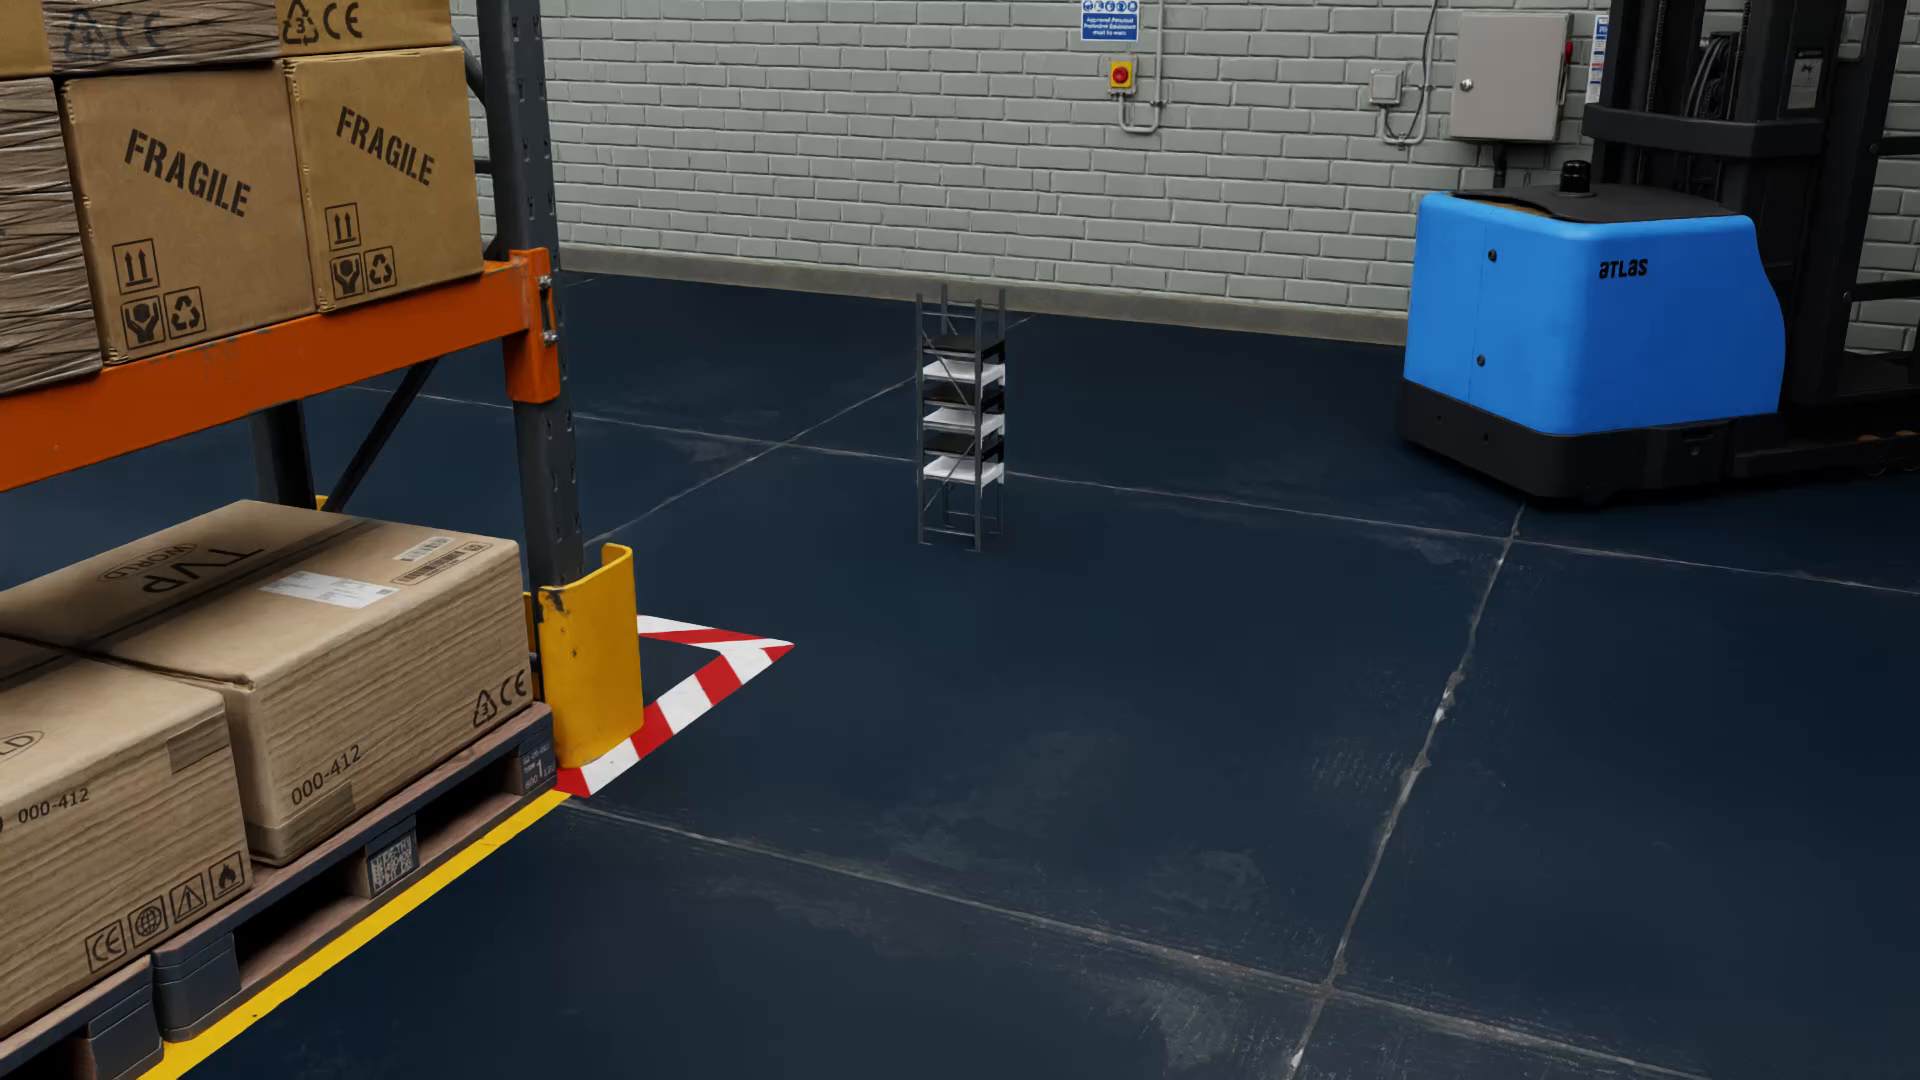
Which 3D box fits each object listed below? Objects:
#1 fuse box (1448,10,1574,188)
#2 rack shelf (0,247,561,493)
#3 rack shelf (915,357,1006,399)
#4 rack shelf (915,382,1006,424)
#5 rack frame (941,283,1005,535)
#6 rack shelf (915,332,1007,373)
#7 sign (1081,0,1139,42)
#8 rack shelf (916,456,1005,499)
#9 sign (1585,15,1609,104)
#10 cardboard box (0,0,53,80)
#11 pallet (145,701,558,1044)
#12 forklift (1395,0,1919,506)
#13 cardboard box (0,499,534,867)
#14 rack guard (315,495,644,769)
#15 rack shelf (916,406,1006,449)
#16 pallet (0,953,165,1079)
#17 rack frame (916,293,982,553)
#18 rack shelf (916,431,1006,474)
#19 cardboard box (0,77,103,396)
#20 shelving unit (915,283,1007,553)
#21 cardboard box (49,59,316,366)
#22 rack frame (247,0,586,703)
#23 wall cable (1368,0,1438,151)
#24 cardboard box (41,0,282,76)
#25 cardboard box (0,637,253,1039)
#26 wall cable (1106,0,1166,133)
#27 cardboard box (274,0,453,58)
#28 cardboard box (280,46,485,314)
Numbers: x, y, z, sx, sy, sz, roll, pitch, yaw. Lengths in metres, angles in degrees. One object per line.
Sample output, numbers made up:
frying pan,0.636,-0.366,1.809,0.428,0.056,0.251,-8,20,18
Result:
fuse box,2.688,-1.727,8.271,0.539,1.711,0.414,9,21,23
rack shelf,-2.276,0.011,2.536,1.077,0.370,4.000,9,21,23
rack shelf,0.003,-0.565,5.776,0.258,0.077,0.200,9,21,23
rack shelf,0.003,-0.480,5.806,0.258,0.077,0.200,9,21,23
rack frame,0.045,-0.458,5.912,0.240,0.900,0.006,9,21,23
rack shelf,0.003,-0.649,5.746,0.258,0.077,0.200,9,21,23
sign,0.812,-2.819,9.017,0.327,0.218,0.001,9,21,23
rack shelf,0.003,-0.225,5.896,0.258,0.077,0.200,9,21,23
sign,3.223,-2.285,8.058,0.329,0.494,0.001,9,21,23
cardboard box,-1.829,-0.963,2.560,0.500,0.500,0.500,8,21,22
pallet,-1.713,0.629,3.885,1.003,0.211,1.213,9,21,23
forklift,3.413,-1.796,6.645,3.031,2.935,1.130,-7,21,-19
cardboard box,-1.636,0.285,3.888,0.875,0.438,0.875,8,21,21
rack guard,-1.447,0.231,4.574,1.175,0.500,0.348,9,21,23
rack shelf,0.003,-0.395,5.836,0.258,0.077,0.200,9,21,23
pallet,-2.214,1.001,2.840,1.003,0.211,1.213,9,21,23
rack frame,-0.038,-0.395,5.738,0.240,0.900,0.006,9,21,23
rack shelf,0.003,-0.310,5.866,0.258,0.077,0.200,9,21,23
cardboard box,-1.834,-0.493,2.730,0.500,0.500,0.500,9,22,24
shelving unit,0.003,-0.426,5.825,0.258,0.900,0.210,9,21,23
cardboard box,-1.632,-0.652,3.176,0.500,0.500,0.500,8,21,22
rack frame,-1.457,-0.940,4.135,1.000,3.000,0.127,9,21,23
wall cable,2.130,-2.954,8.283,0.588,1.984,0.122,9,21,23
cardboard box,-1.624,-1.114,2.984,0.500,0.500,0.500,9,21,23
cardboard box,-2.003,0.566,3.098,0.875,0.438,0.875,9,22,24
wall cable,0.831,-3.160,8.815,0.585,1.953,0.123,9,21,23
cardboard box,-1.437,-1.278,3.444,0.500,0.500,0.500,9,22,24
cardboard box,-1.413,-0.803,3.601,0.500,0.500,0.500,9,21,23
